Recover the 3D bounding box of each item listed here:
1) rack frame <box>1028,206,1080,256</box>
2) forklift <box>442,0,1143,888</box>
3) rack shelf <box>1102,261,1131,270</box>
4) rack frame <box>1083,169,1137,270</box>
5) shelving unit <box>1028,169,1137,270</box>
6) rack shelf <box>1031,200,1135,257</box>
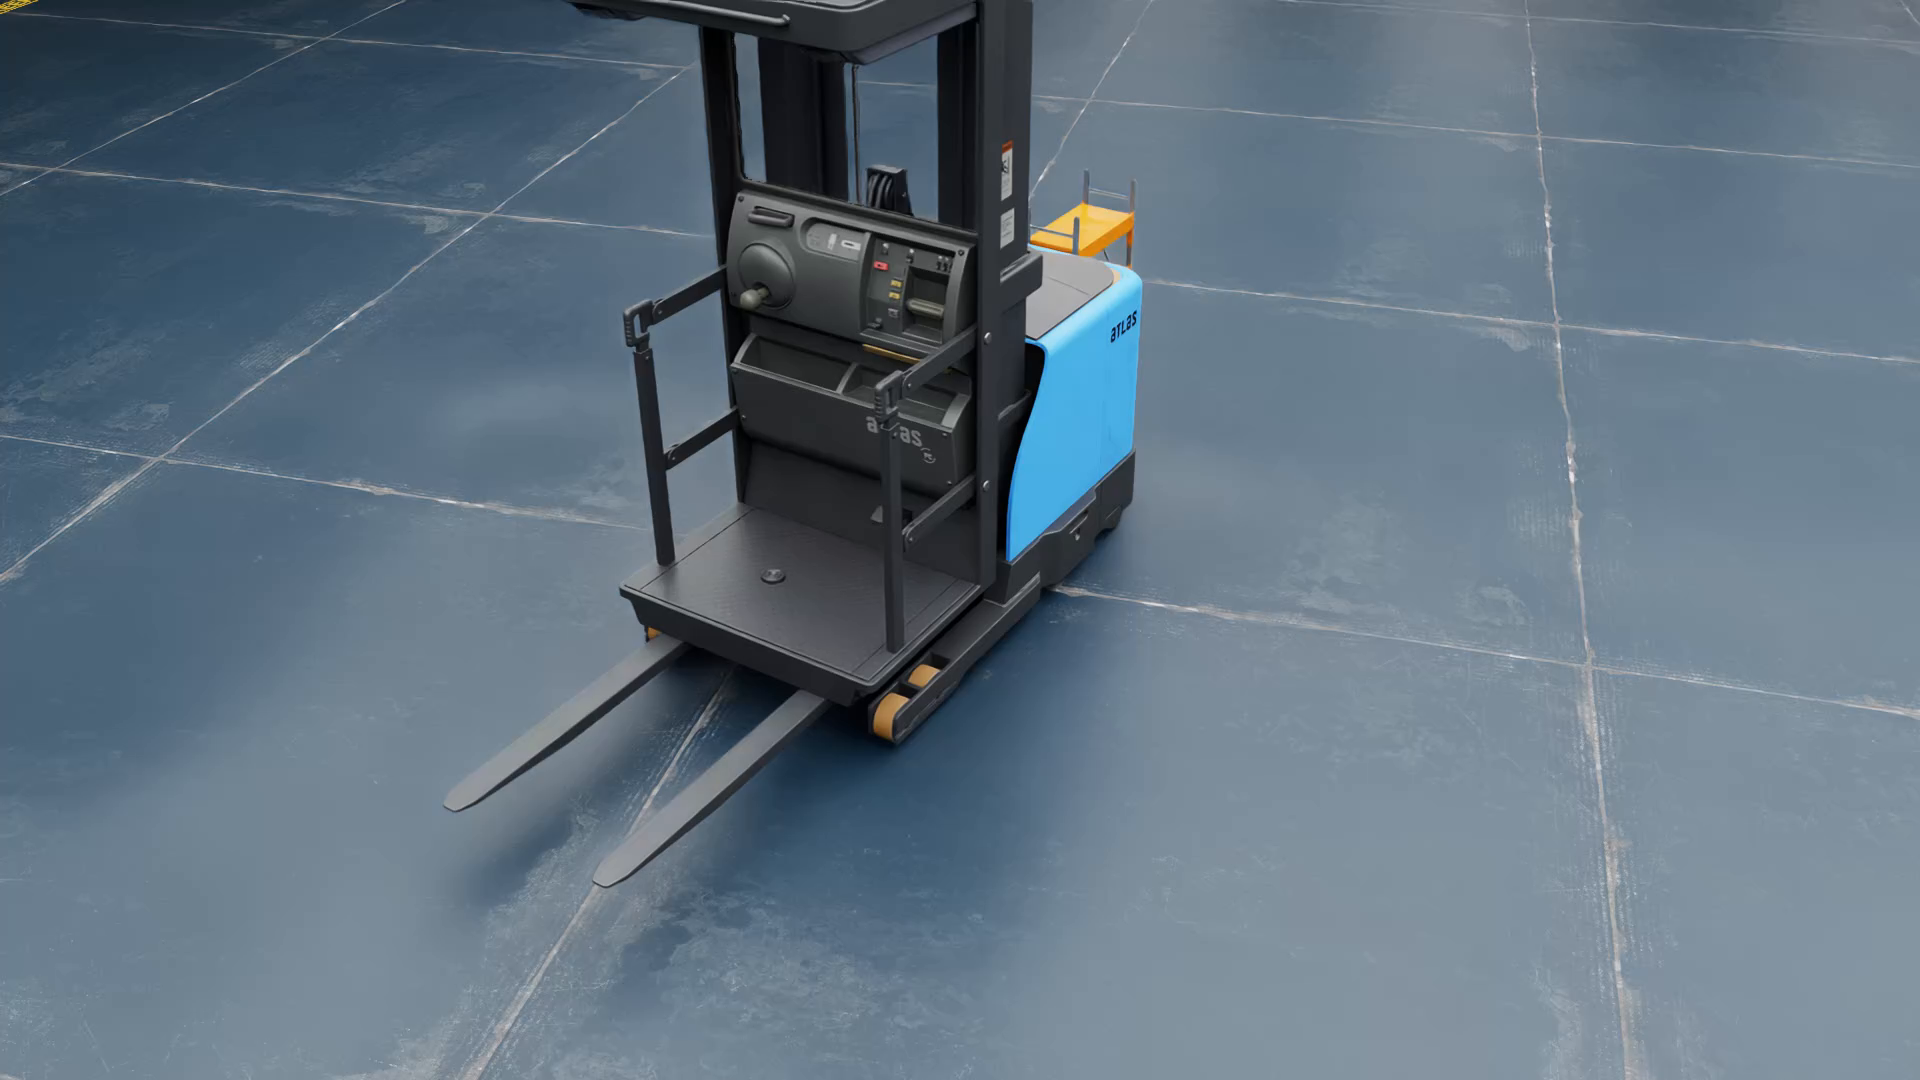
[{"bbox_3d":[0.364,-0.785,6.866,0.240,1.200,0.015,19,37,27],"label":"rack frame"},{"bbox_3d":[-0.493,-0.835,5.331,1.130,2.935,3.031,19,37,27],"label":"forklift"},{"bbox_3d":[0.493,-1.028,6.956,0.258,0.148,0.480,19,37,27],"label":"rack shelf"},{"bbox_3d":[0.623,-1.006,7.215,0.240,1.200,0.015,19,37,27],"label":"rack frame"},{"bbox_3d":[0.493,-0.896,7.040,0.258,1.200,0.503,19,37,27],"label":"shelving unit"},{"bbox_3d":[0.493,-1.227,6.830,0.258,0.148,0.480,19,37,27],"label":"rack shelf"}]
